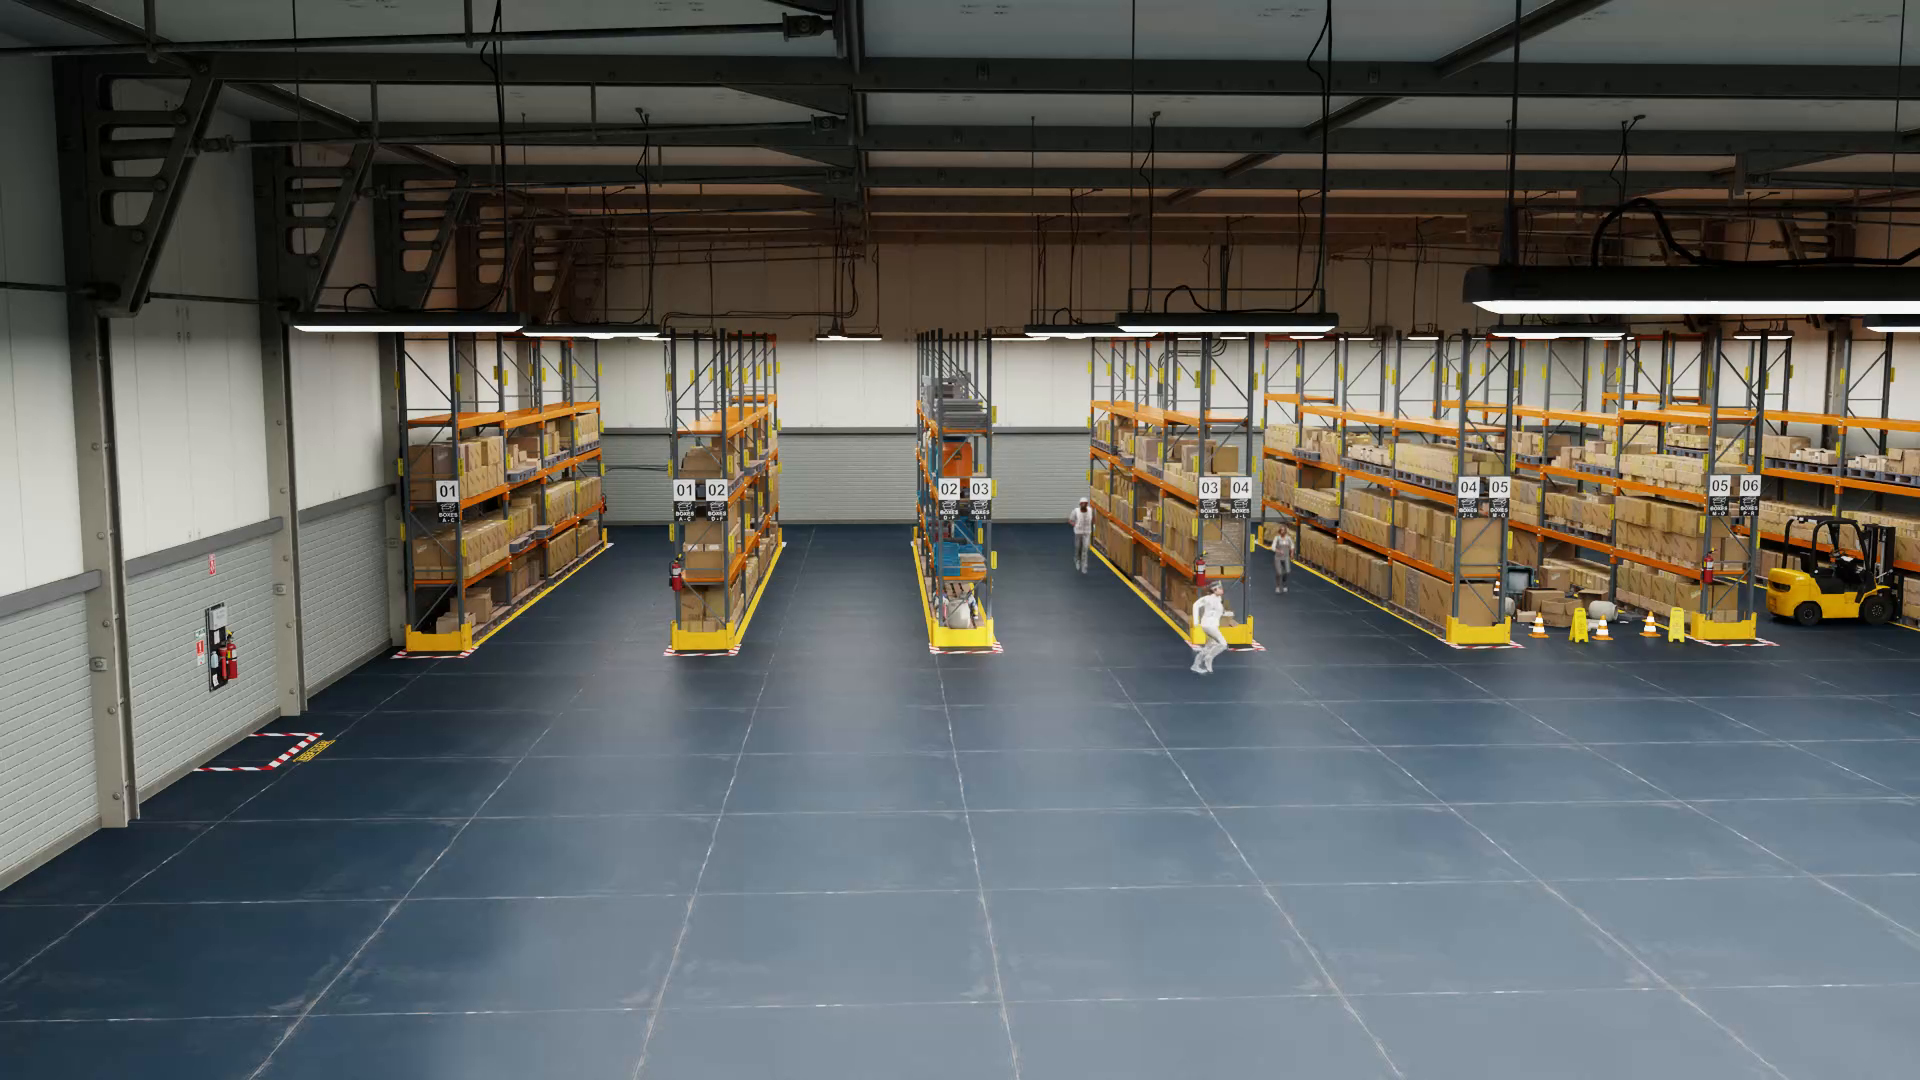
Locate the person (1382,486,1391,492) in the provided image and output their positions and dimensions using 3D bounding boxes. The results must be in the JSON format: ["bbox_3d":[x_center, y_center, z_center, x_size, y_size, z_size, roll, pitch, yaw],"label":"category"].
[{"bbox_3d":[12.492,-0.915,49.078,0.640,1.455,0.685,-1,7,-6],"label":"person"}]

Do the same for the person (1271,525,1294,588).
[{"bbox_3d":[7.389,0.400,38.014,0.567,1.477,0.650,0,7,-4],"label":"person"}]

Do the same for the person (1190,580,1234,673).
[{"bbox_3d":[4.355,1.504,28.741,0.741,1.642,0.645,4,8,31],"label":"person"}]

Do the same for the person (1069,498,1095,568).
[{"bbox_3d":[2.942,-0.195,40.154,0.665,1.697,0.820,-1,7,-8],"label":"person"}]
